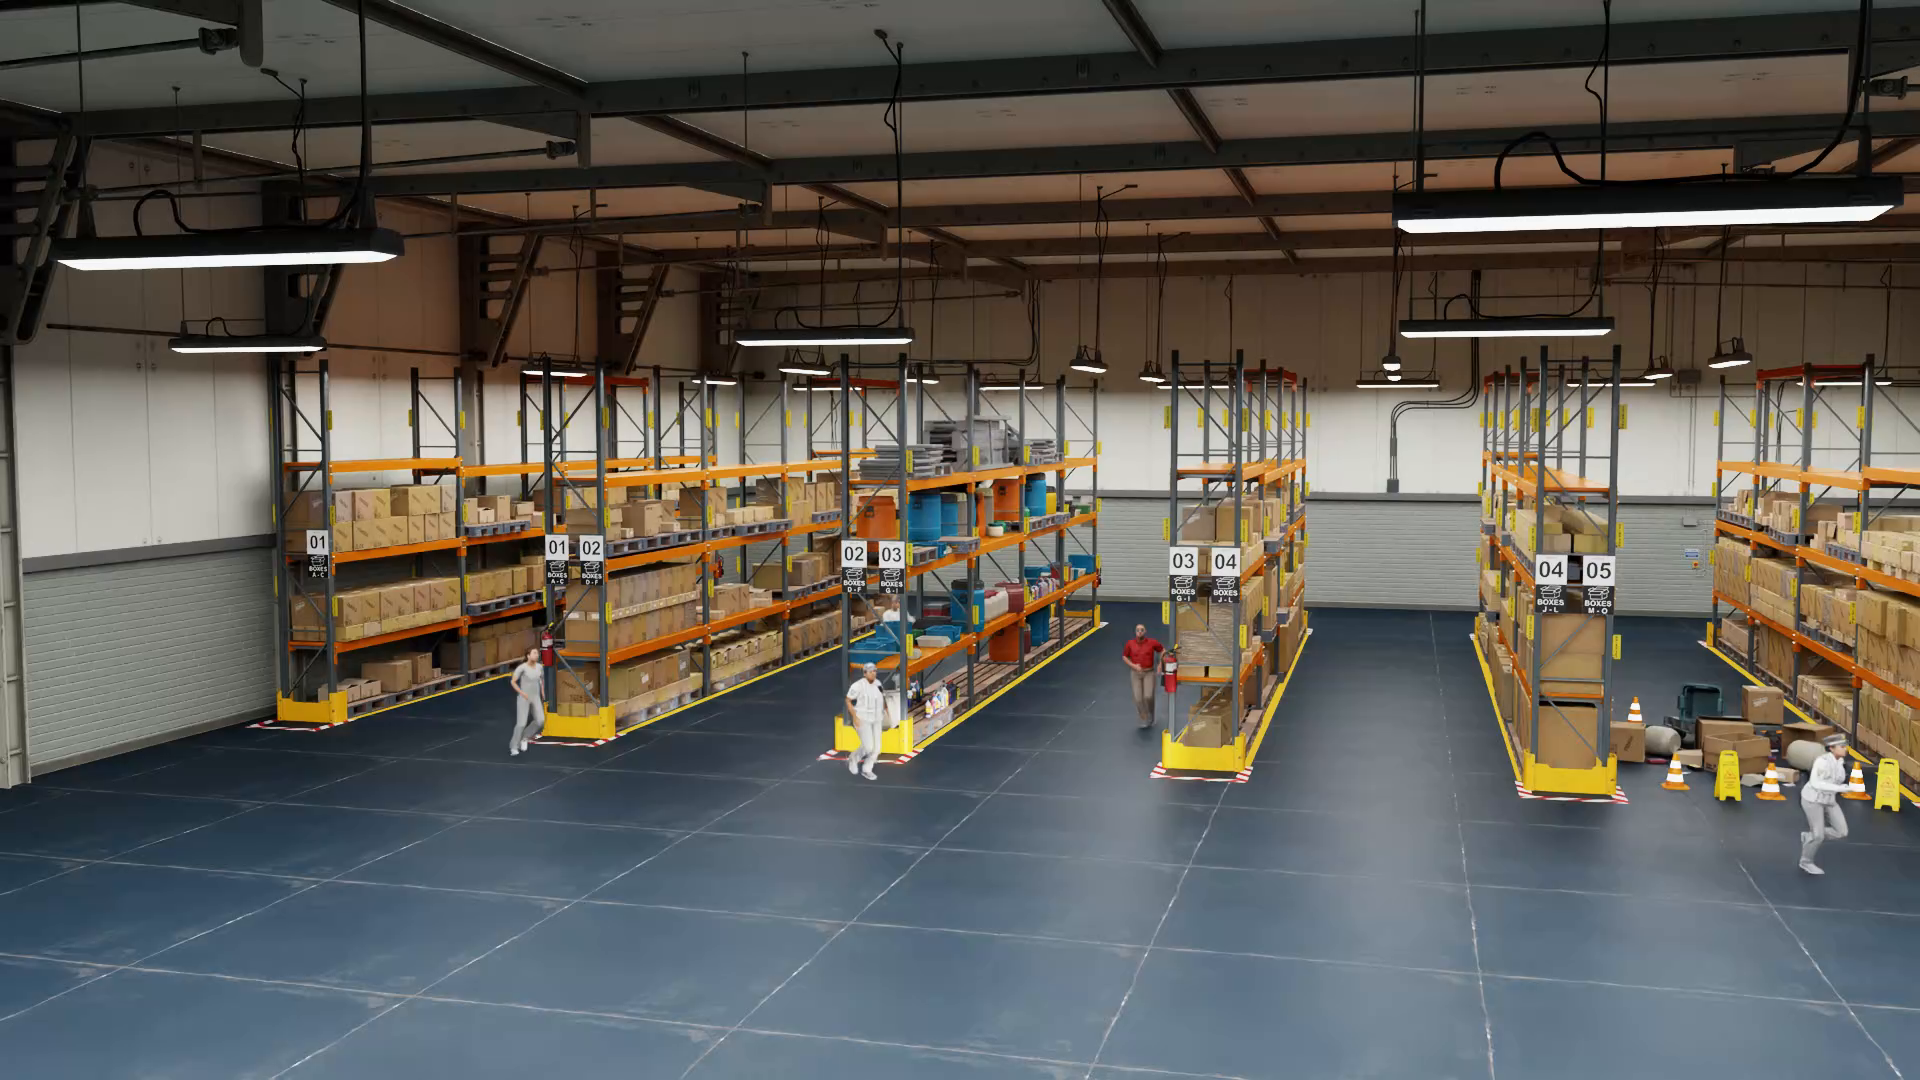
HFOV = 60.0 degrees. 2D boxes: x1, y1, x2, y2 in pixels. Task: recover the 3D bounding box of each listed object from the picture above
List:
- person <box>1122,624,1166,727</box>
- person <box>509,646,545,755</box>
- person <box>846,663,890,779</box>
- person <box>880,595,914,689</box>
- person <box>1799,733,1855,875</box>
[{"bbox_3d":[2.977,2.214,27.094,0.683,1.685,0.570,1,4,15],"label":"person"},{"bbox_3d":[-6.431,2.390,24.952,0.620,1.554,0.550,-4,6,-42],"label":"person"},{"bbox_3d":[-1.262,2.524,23.252,0.618,1.635,0.547,-3,5,-40],"label":"person"},{"bbox_3d":[-1.203,1.893,31.358,0.604,1.739,0.839,1,4,10],"label":"person"},{"bbox_3d":[9.512,2.891,18.230,0.595,1.628,0.647,-2,5,-27],"label":"person"}]
